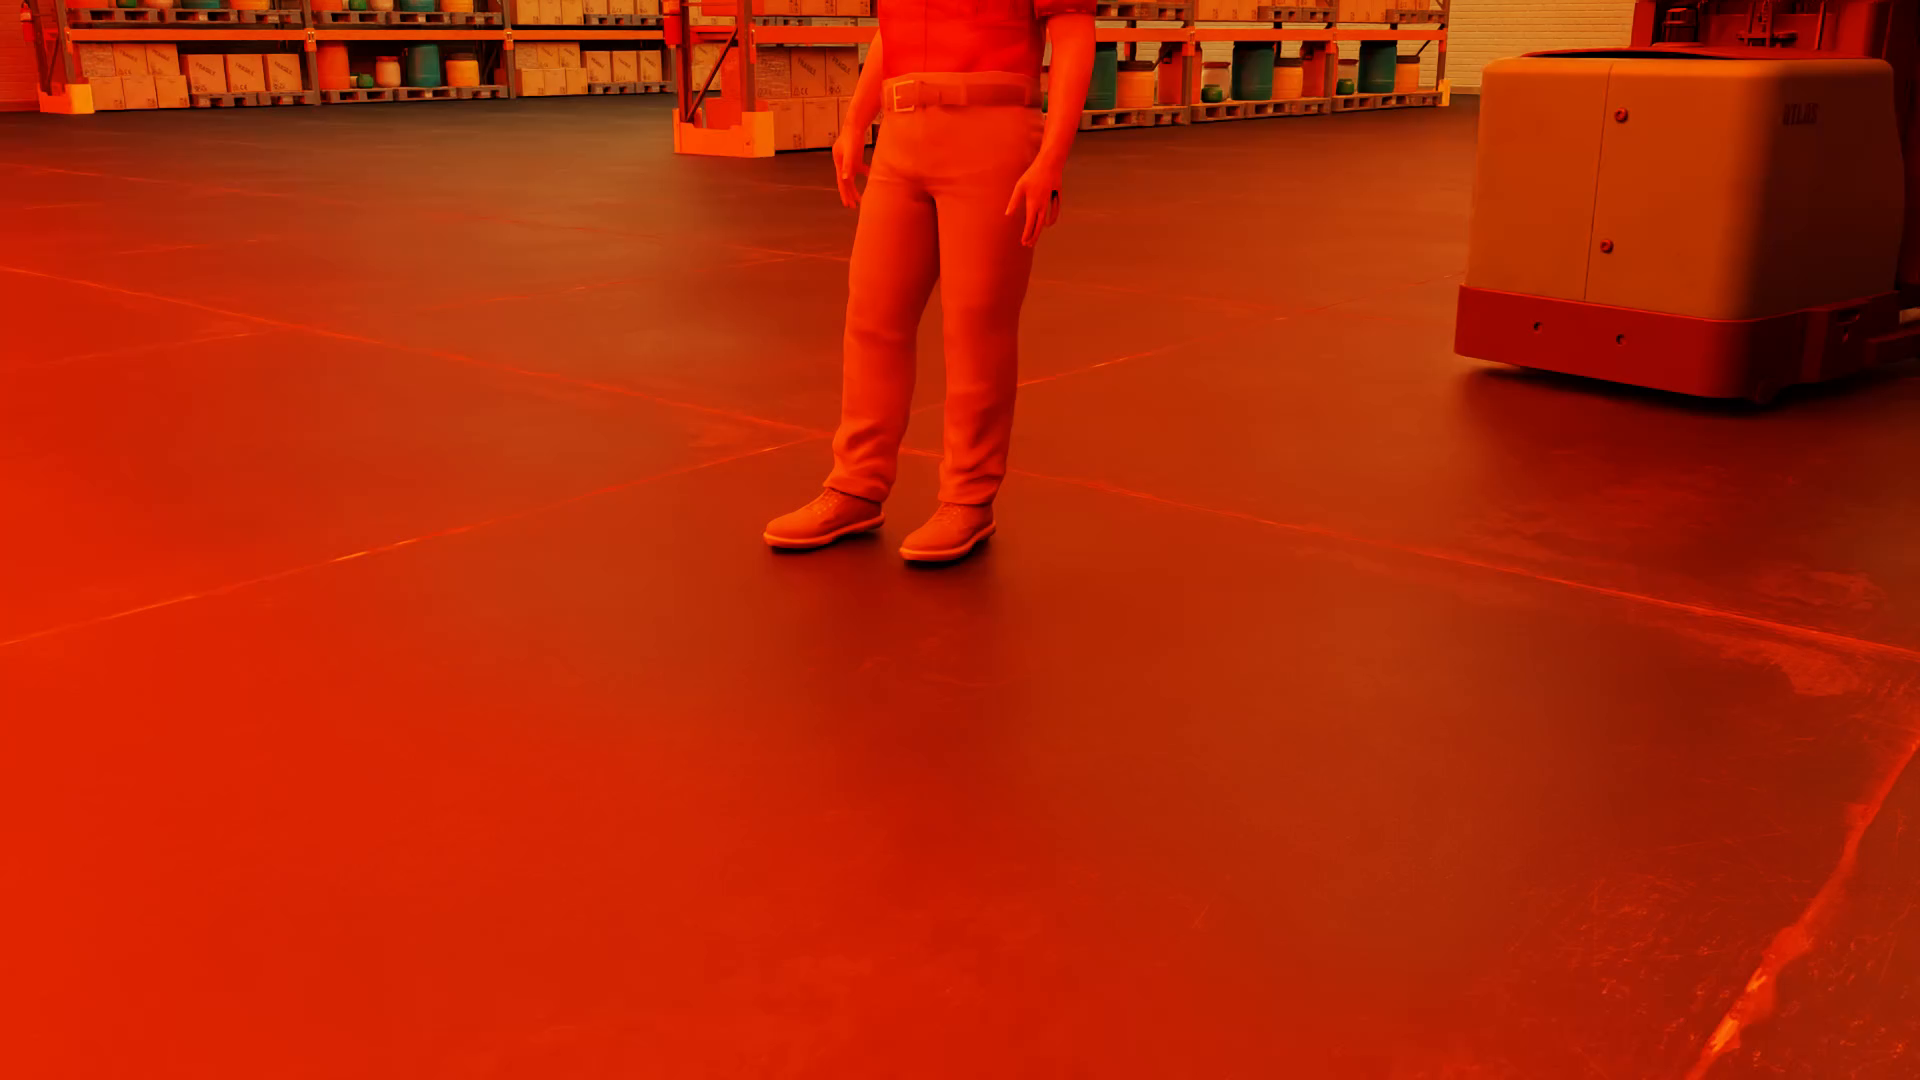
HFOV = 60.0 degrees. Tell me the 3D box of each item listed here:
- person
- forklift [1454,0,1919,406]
[{"bbox_3d":[-0.066,-0.816,3.630,0.640,1.727,0.551,13,21,37],"label":"person"},{"bbox_3d":[3.216,-2.150,5.976,3.031,2.935,1.130,-13,21,-36],"label":"forklift"}]
